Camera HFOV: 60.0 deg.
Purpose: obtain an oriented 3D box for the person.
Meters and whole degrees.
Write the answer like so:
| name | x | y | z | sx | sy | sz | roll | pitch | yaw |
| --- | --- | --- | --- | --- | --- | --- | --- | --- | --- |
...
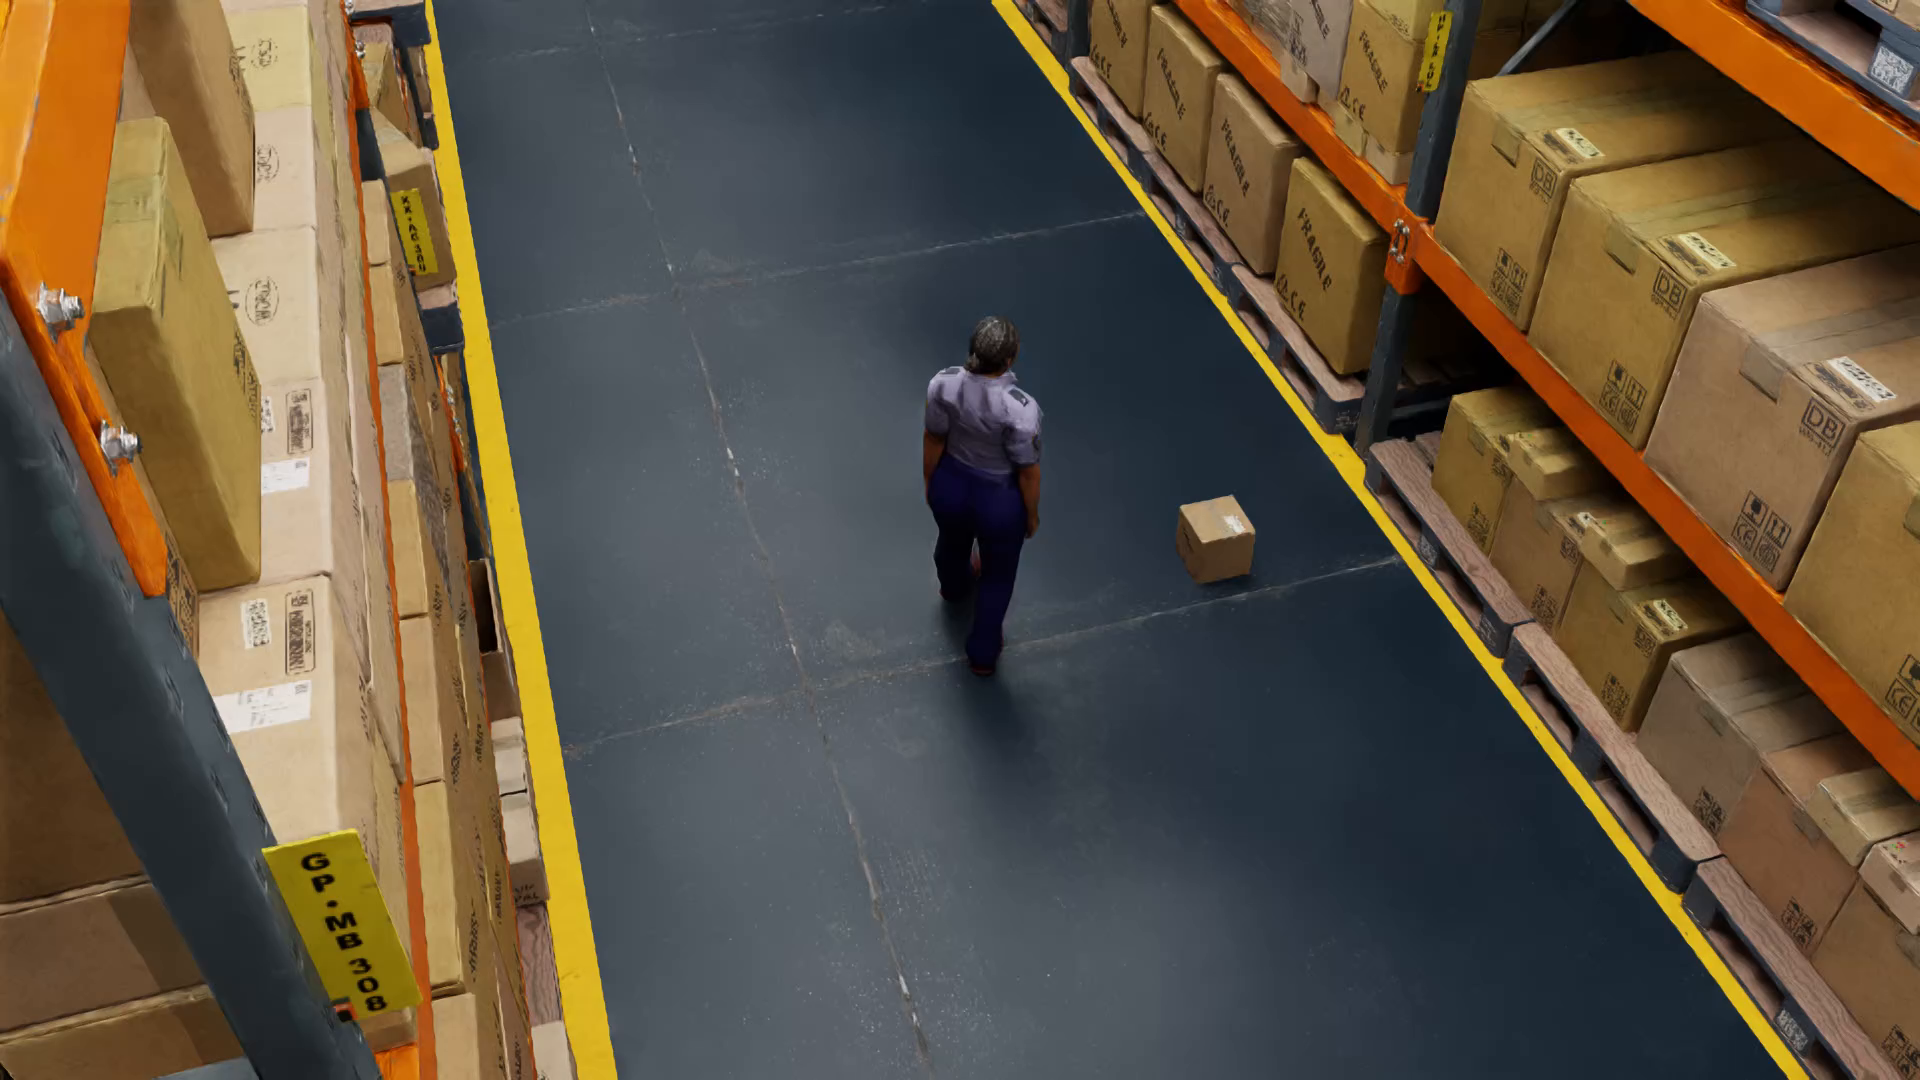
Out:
| name | x | y | z | sx | sy | sz | roll | pitch | yaw |
| --- | --- | --- | --- | --- | --- | --- | --- | --- | --- |
| person | 0.128 | -0.255 | 6.444 | 0.543 | 1.650 | 0.603 | 20 | 46 | 20 |
